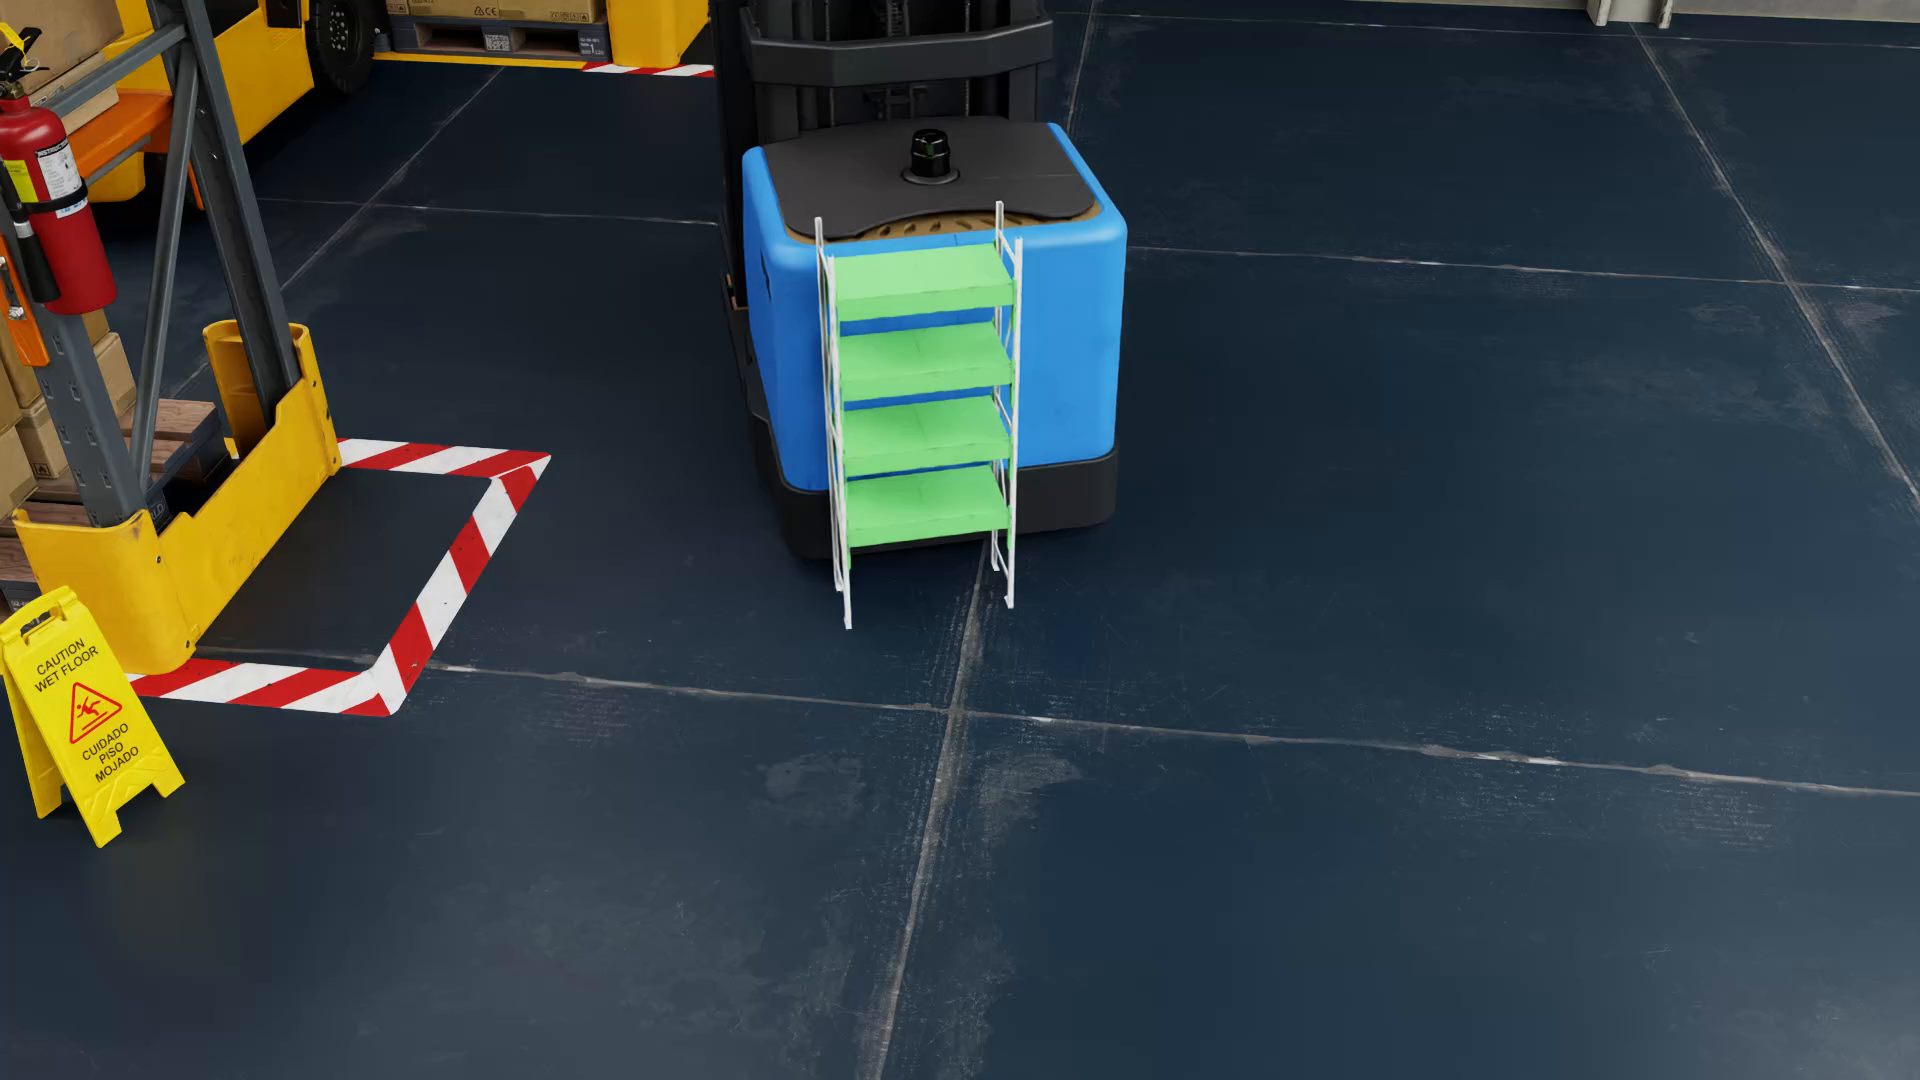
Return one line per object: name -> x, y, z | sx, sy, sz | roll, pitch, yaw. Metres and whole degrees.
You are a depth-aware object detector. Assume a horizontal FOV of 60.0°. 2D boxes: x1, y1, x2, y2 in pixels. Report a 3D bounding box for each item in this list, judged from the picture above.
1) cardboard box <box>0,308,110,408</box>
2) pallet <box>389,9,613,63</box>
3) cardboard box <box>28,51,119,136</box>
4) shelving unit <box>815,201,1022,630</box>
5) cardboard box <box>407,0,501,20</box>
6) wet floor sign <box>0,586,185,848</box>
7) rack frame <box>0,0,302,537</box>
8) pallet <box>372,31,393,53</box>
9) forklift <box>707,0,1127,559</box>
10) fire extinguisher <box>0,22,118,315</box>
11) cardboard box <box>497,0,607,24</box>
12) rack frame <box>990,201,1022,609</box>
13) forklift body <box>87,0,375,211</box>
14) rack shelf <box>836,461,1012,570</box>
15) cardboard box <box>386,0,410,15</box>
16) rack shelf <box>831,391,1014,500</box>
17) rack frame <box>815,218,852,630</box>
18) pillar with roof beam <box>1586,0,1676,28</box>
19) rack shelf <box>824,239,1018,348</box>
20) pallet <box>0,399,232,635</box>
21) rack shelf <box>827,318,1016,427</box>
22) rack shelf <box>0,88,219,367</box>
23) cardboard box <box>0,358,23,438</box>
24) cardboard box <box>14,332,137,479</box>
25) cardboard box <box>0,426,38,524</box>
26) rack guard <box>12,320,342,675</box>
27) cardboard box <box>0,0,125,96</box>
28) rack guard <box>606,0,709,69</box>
cardboard box -> -3.035, -0.755, 5.085 | 0.500, 0.500, 0.500 | 3, 36, 4
pallet -> -2.382, -2.935, 9.180 | 1.213, 0.211, 1.003 | 4, 36, 6
cardboard box -> -2.557, -1.219, 4.593 | 0.250, 0.149, 0.380 | 4, 36, 6
shelving unit -> -0.111, -0.321, 4.666 | 0.503, 1.200, 0.258 | -7, 36, -10
cardboard box -> -2.616, -2.984, 8.855 | 0.500, 0.250, 0.500 | 4, 36, 6
wet floor sign -> -2.194, 0.412, 4.118 | 0.232, 0.644, 0.267 | 17, 39, 22
rack frame -> -2.247, -1.177, 4.317 | 0.127, 3.000, 1.000 | 4, 36, 6
pallet -> -3.589, -3.027, 9.309 | 1.213, 0.211, 1.003 | 4, 36, 6
forklift -> -0.319, -1.988, 5.513 | 1.130, 2.935, 3.031 | -7, 36, -10
fire extinguisher -> -2.192, -0.872, 3.956 | 0.183, 0.674, 0.296 | 4, 36, 6
cardboard box -> -2.124, -2.942, 8.795 | 0.500, 0.250, 0.500 | 5, 36, 6
rack frame -> 0.128, -0.351, 4.707 | 0.015, 1.200, 0.240 | -7, 36, -10
forklift body -> -3.731, -2.781, 7.295 | 1.214, 2.155, 2.313 | 4, 36, 6
rack shelf -> -0.111, -0.075, 4.844 | 0.480, 0.148, 0.258 | -7, 36, -10
cardboard box -> -3.111, -3.026, 8.914 | 0.500, 0.250, 0.500 | 5, 36, 6
rack shelf -> -0.111, -0.269, 4.703 | 0.480, 0.148, 0.258 | -7, 36, -10
rack frame -> -0.350, -0.292, 4.624 | 0.015, 1.200, 0.240 | -7, 36, -10
pillar with roof beam -> 3.209, -4.126, 3.284 | 0.400, 9.000, 9.100 | 4, 36, 6
rack shelf -> -0.111, -0.659, 4.422 | 0.480, 0.148, 0.258 | -7, 36, -10
pallet -> -3.123, -0.128, 5.248 | 1.213, 0.211, 1.003 | 4, 36, 6
rack shelf -> -0.111, -0.464, 4.563 | 0.480, 0.148, 0.258 | -7, 36, -10
rack shelf -> -4.230, -1.032, 4.734 | 4.000, 0.370, 1.077 | 4, 36, 6
cardboard box -> -3.074, -0.443, 4.649 | 0.500, 0.500, 0.500 | 4, 36, 6
cardboard box -> -3.011, -0.448, 5.301 | 0.500, 0.250, 0.500 | 4, 36, 6
cardboard box -> -3.106, -0.135, 4.863 | 0.500, 0.250, 0.500 | 4, 36, 6
rack guard -> -2.322, -0.165, 5.051 | 0.348, 0.500, 1.175 | 4, 36, 6
cardboard box -> -2.681, -1.534, 4.475 | 0.500, 0.500, 0.500 | 4, 36, 5
rack guard -> -1.594, -3.018, 9.049 | 0.348, 0.500, 1.175 | 4, 36, 6
